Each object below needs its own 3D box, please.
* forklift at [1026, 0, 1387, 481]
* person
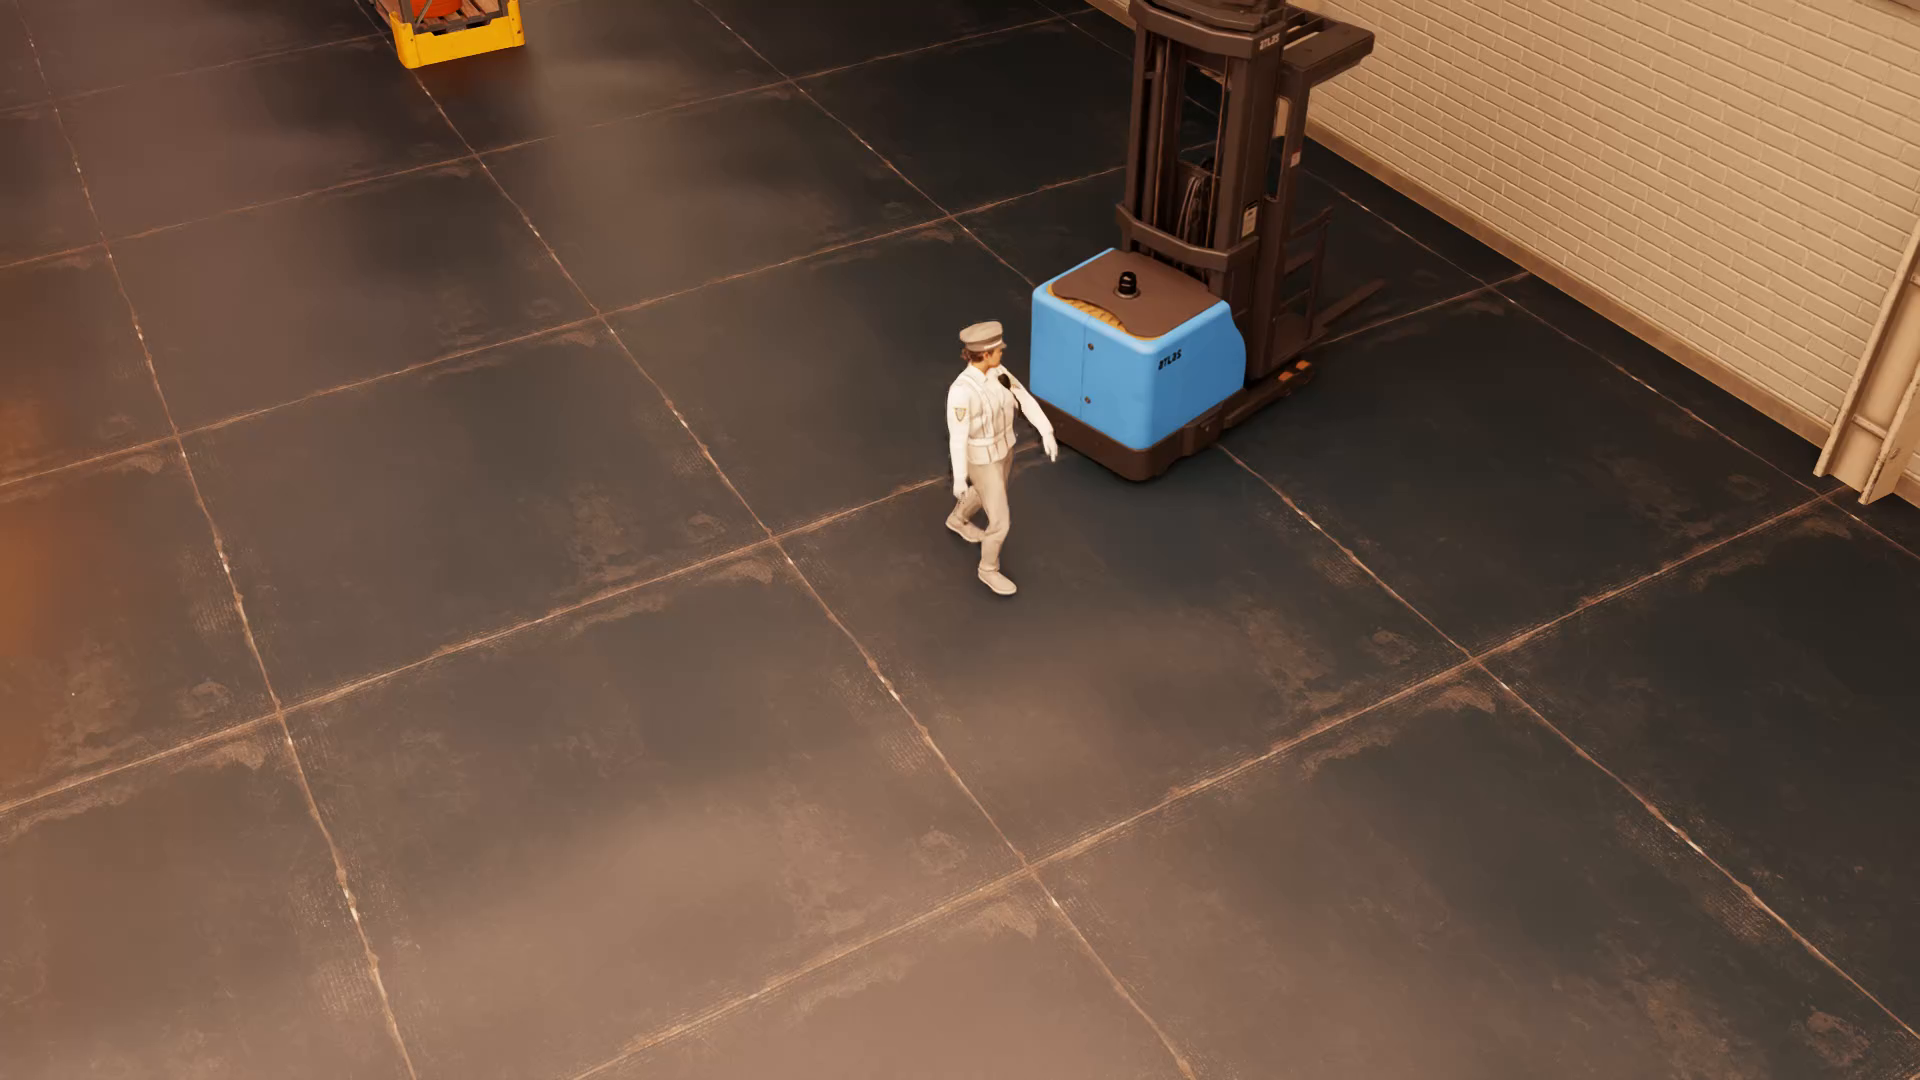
[{"bbox_3d":[1.847,-2.341,10.858,3.031,2.935,1.130,-32,49,-33],"label":"forklift"},{"bbox_3d":[0.176,-0.470,9.664,0.774,1.581,0.639,17,42,19],"label":"person"}]
